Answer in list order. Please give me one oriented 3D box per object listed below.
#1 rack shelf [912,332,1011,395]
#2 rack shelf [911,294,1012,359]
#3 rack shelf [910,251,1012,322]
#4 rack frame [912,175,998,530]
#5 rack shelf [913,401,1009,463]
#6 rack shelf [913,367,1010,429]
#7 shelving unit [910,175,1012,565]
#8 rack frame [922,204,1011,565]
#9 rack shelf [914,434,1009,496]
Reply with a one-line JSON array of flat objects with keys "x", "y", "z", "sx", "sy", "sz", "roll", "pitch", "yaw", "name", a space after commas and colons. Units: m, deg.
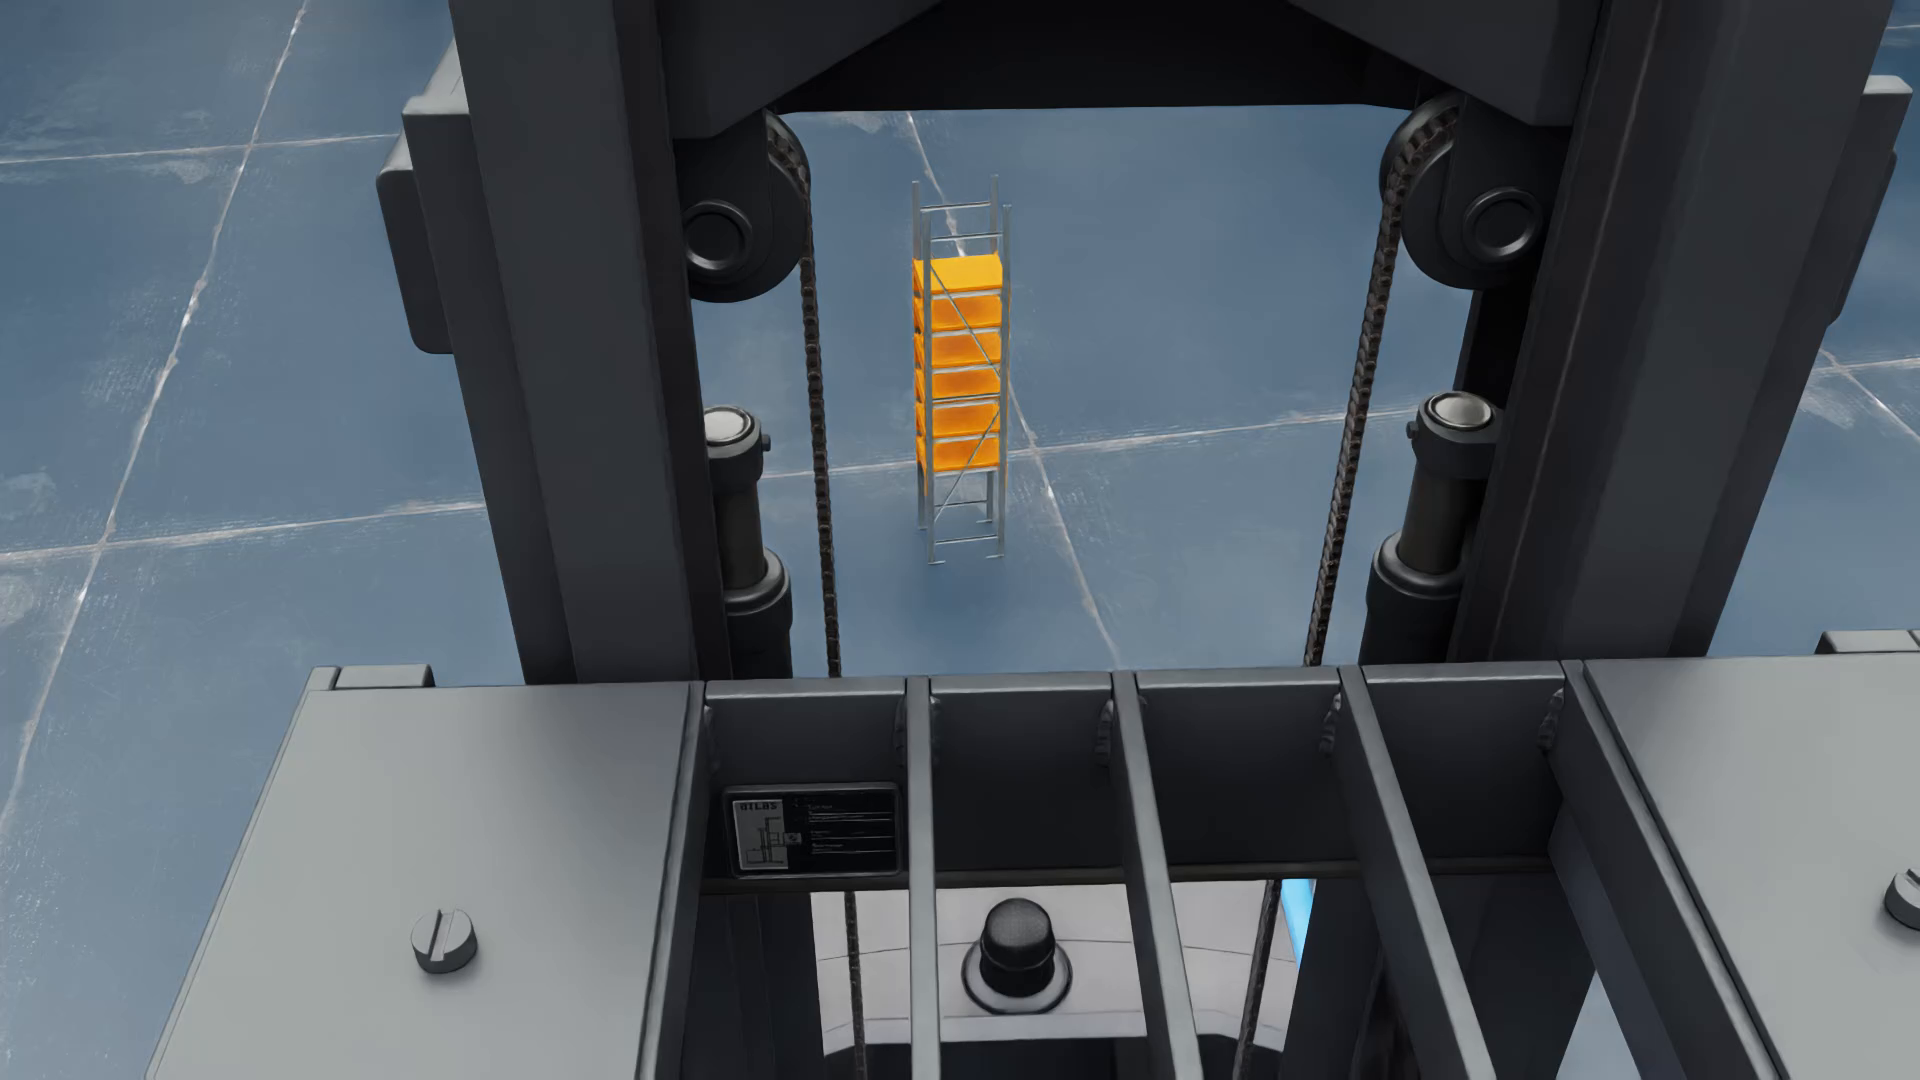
[{"x": 0.003, "y": -0.525, "z": 4.824, "sx": 0.258, "sy": 0.103, "sz": 0.180, "roll": -6, "pitch": 38, "yaw": -8, "name": "rack shelf"}, {"x": 0.003, "y": -0.620, "z": 4.751, "sx": 0.258, "sy": 0.103, "sz": 0.180, "roll": -6, "pitch": 38, "yaw": -8, "name": "rack shelf"}, {"x": 0.003, "y": -0.714, "z": 4.677, "sx": 0.258, "sy": 0.103, "sz": 0.180, "roll": -6, "pitch": 38, "yaw": -8, "name": "rack shelf"}, {"x": -0.013, "y": -0.520, "z": 4.942, "sx": 0.240, "sy": 1.200, "sz": 0.006, "roll": -6, "pitch": 38, "yaw": -8, "name": "rack frame"}, {"x": 0.003, "y": -0.335, "z": 4.972, "sx": 0.258, "sy": 0.103, "sz": 0.180, "roll": -6, "pitch": 38, "yaw": -8, "name": "rack shelf"}, {"x": 0.003, "y": -0.430, "z": 4.898, "sx": 0.258, "sy": 0.103, "sz": 0.180, "roll": -6, "pitch": 38, "yaw": -8, "name": "rack shelf"}, {"x": 0.003, "y": -0.465, "z": 4.871, "sx": 0.258, "sy": 1.200, "sz": 0.189, "roll": -6, "pitch": 38, "yaw": -8, "name": "shelving unit"}, {"x": 0.019, "y": -0.410, "z": 4.800, "sx": 0.240, "sy": 1.200, "sz": 0.006, "roll": -6, "pitch": 38, "yaw": -8, "name": "rack frame"}, {"x": 0.003, "y": -0.240, "z": 5.045, "sx": 0.258, "sy": 0.103, "sz": 0.180, "roll": -6, "pitch": 38, "yaw": -8, "name": "rack shelf"}]
